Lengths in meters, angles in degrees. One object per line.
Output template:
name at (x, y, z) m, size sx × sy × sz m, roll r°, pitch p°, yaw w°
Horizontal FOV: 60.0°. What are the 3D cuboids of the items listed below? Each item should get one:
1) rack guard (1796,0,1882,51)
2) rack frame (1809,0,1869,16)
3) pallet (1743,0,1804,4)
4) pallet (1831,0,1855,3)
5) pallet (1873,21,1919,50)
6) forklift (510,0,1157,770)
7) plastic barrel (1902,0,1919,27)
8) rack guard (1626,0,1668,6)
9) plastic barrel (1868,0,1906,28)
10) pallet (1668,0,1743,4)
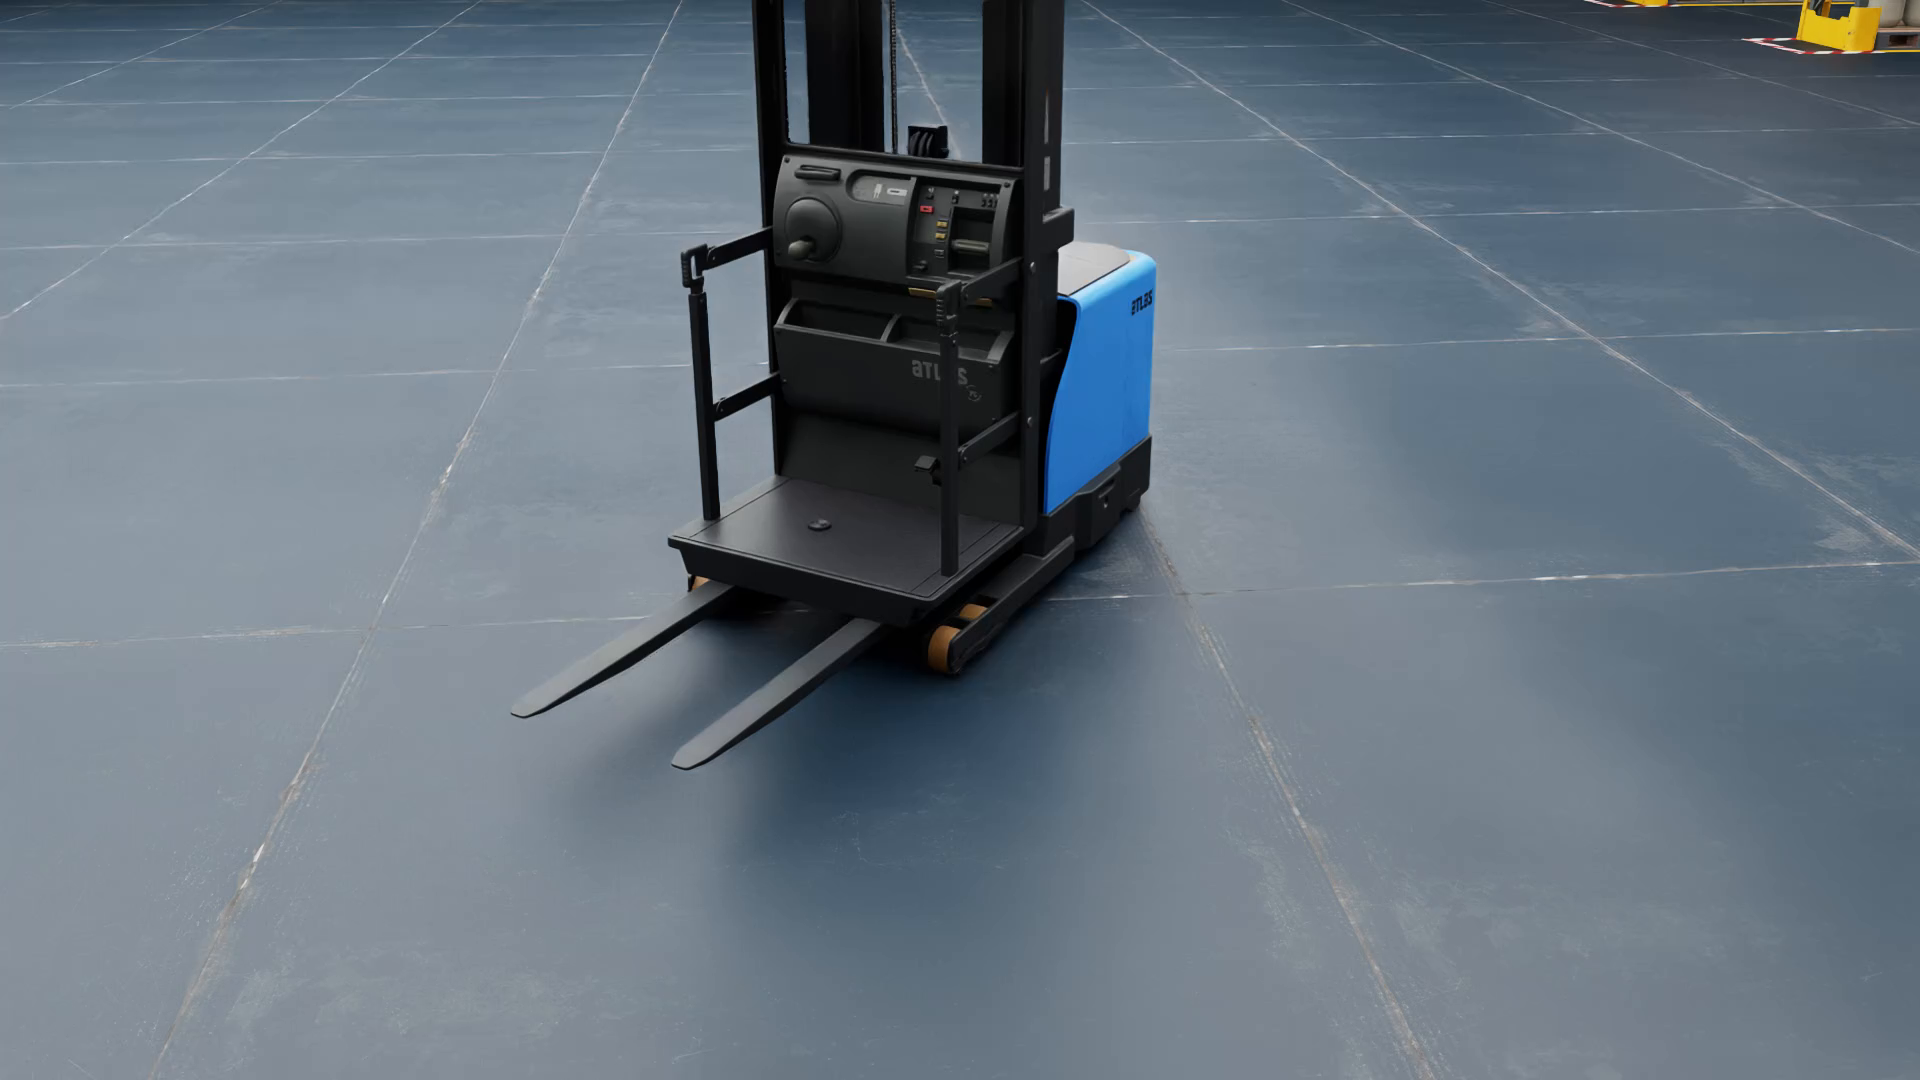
rack guard at (10.752, -6.323, 20.361) m, size 0.348 × 0.500 × 1.175 m, roll -2°, pitch 24°, yaw -5°
rack frame at (10.681, -7.444, 19.804) m, size 0.127 × 3.000 × 1.000 m, roll -2°, pitch 24°, yaw -5°
pallet at (12.166, -8.267, 25.088) m, size 1.213 × 0.211 × 1.003 m, roll -2°, pitch 24°, yaw -5°
pallet at (13.383, -8.317, 25.201) m, size 1.213 × 0.211 × 1.003 m, roll -2°, pitch 24°, yaw -5°
pallet at (11.561, -6.222, 20.488) m, size 1.213 × 0.211 × 1.003 m, roll -2°, pitch 24°, yaw -5°
forklift at (-0.341, -1.087, 5.588) m, size 1.130 × 2.935 × 3.031 m, roll 13°, pitch 27°, yaw 26°
plastic barrel at (11.827, -6.576, 20.397) m, size 0.421 × 0.512 × 0.421 m, roll 0°, pitch 24°, yaw 0°
rack guard at (10.174, -8.303, 24.814) m, size 0.348 × 0.500 × 1.175 m, roll -2°, pitch 24°, yaw -5°
plastic barrel at (11.328, -6.556, 20.352) m, size 0.421 × 0.512 × 0.421 m, roll 0°, pitch 24°, yaw 0°
pallet at (10.955, -8.219, 24.982) m, size 1.213 × 0.211 × 1.003 m, roll -2°, pitch 24°, yaw -5°
